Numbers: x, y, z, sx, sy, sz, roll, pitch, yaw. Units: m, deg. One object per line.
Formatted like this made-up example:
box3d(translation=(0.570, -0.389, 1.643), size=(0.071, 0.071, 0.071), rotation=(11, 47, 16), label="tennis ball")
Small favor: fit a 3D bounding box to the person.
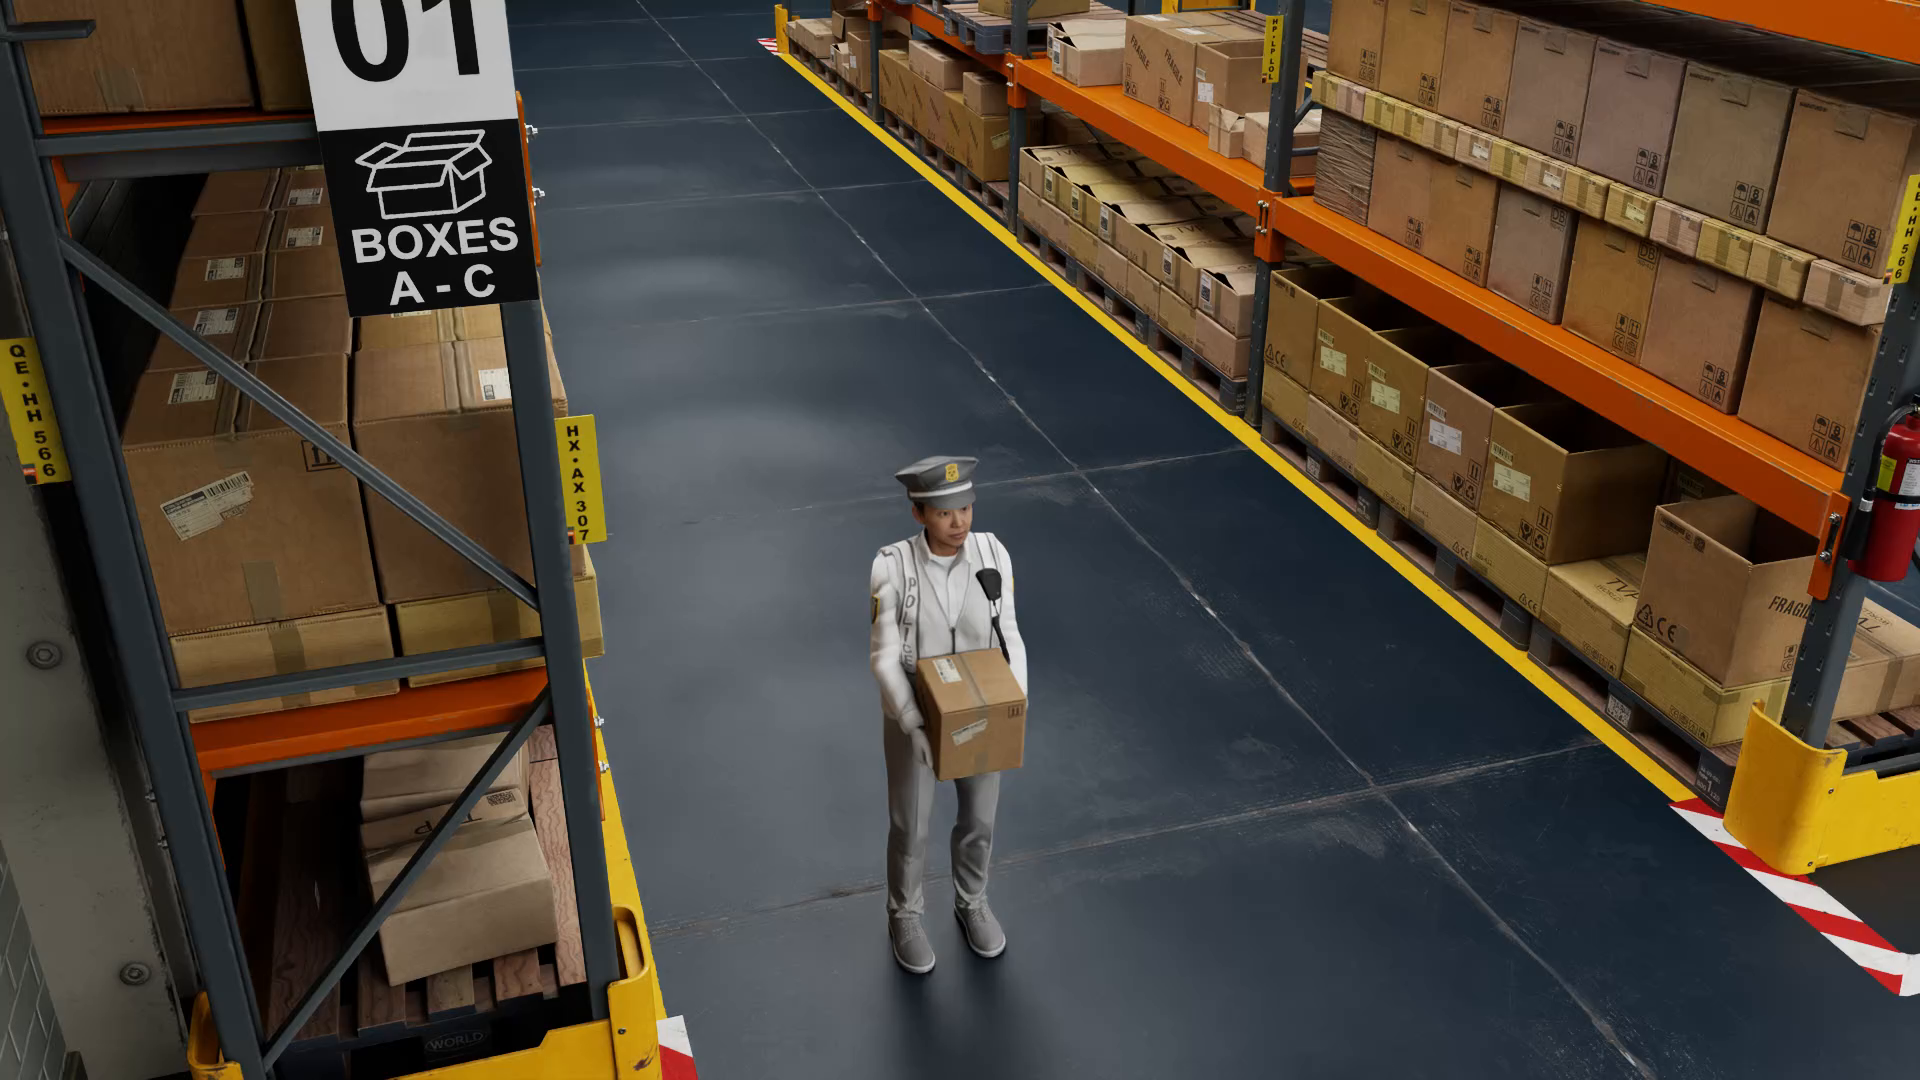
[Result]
box3d(translation=(-0.045, 0.129, 4.856), size=(0.372, 0.819, 0.362), rotation=(-8, 28, -15), label="person")
